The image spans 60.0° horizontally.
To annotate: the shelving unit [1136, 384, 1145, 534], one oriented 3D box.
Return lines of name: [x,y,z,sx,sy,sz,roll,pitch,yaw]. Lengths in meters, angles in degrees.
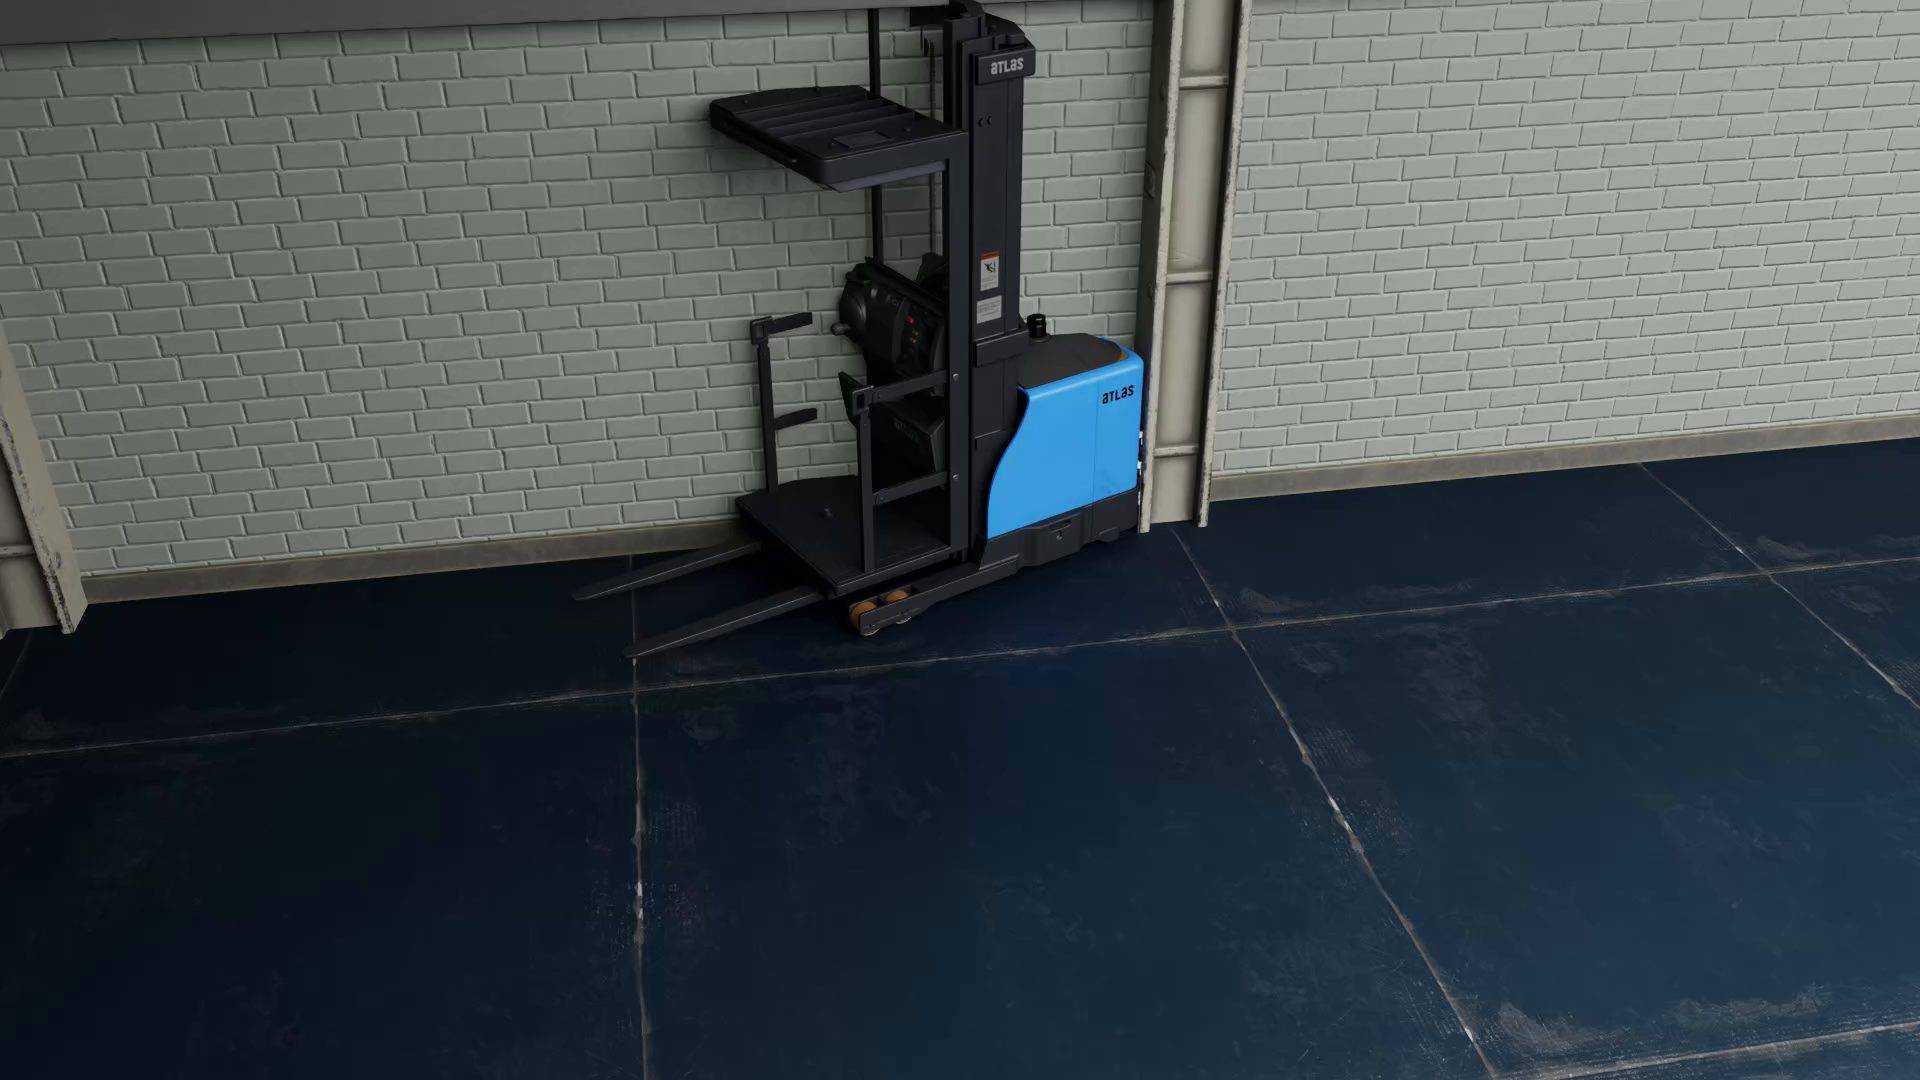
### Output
shelving unit: [0.873,-0.467,9.216,0.210,0.900,0.258,-5,26,-9]

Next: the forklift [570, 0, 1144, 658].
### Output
forklift: [-0.517,-1.086,8.205,3.031,2.935,1.130,-19,35,-29]

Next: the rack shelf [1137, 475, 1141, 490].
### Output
rack shelf: [0.874,-0.356,9.269,0.200,0.077,0.258,-5,26,-9]

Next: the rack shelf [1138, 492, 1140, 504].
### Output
rack shelf: [0.875,-0.274,9.307,0.200,0.077,0.258,-5,26,-9]

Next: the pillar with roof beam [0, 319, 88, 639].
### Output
pillar with roof beam: [-3.953,-1.321,2.619,0.400,9.000,9.100,-5,31,-9]

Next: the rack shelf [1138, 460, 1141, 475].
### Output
rack shelf: [0.874,-0.437,9.230,0.200,0.077,0.258,-5,26,-9]

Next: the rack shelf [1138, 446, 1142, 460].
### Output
rack shelf: [0.873,-0.518,9.192,0.200,0.077,0.258,-5,26,-9]

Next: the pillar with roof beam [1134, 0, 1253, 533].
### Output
pillar with roof beam: [1.949,-1.869,3.550,0.400,9.000,9.100,-5,31,-9]

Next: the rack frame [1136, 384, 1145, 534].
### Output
rack frame: [0.973,-0.476,9.233,0.006,0.900,0.240,-5,26,-9]

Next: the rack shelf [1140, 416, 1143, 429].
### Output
rack shelf: [0.872,-0.681,9.115,0.200,0.077,0.258,-5,26,-9]

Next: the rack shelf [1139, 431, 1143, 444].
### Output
rack shelf: [0.872,-0.600,9.153,0.200,0.077,0.258,-5,26,-9]
